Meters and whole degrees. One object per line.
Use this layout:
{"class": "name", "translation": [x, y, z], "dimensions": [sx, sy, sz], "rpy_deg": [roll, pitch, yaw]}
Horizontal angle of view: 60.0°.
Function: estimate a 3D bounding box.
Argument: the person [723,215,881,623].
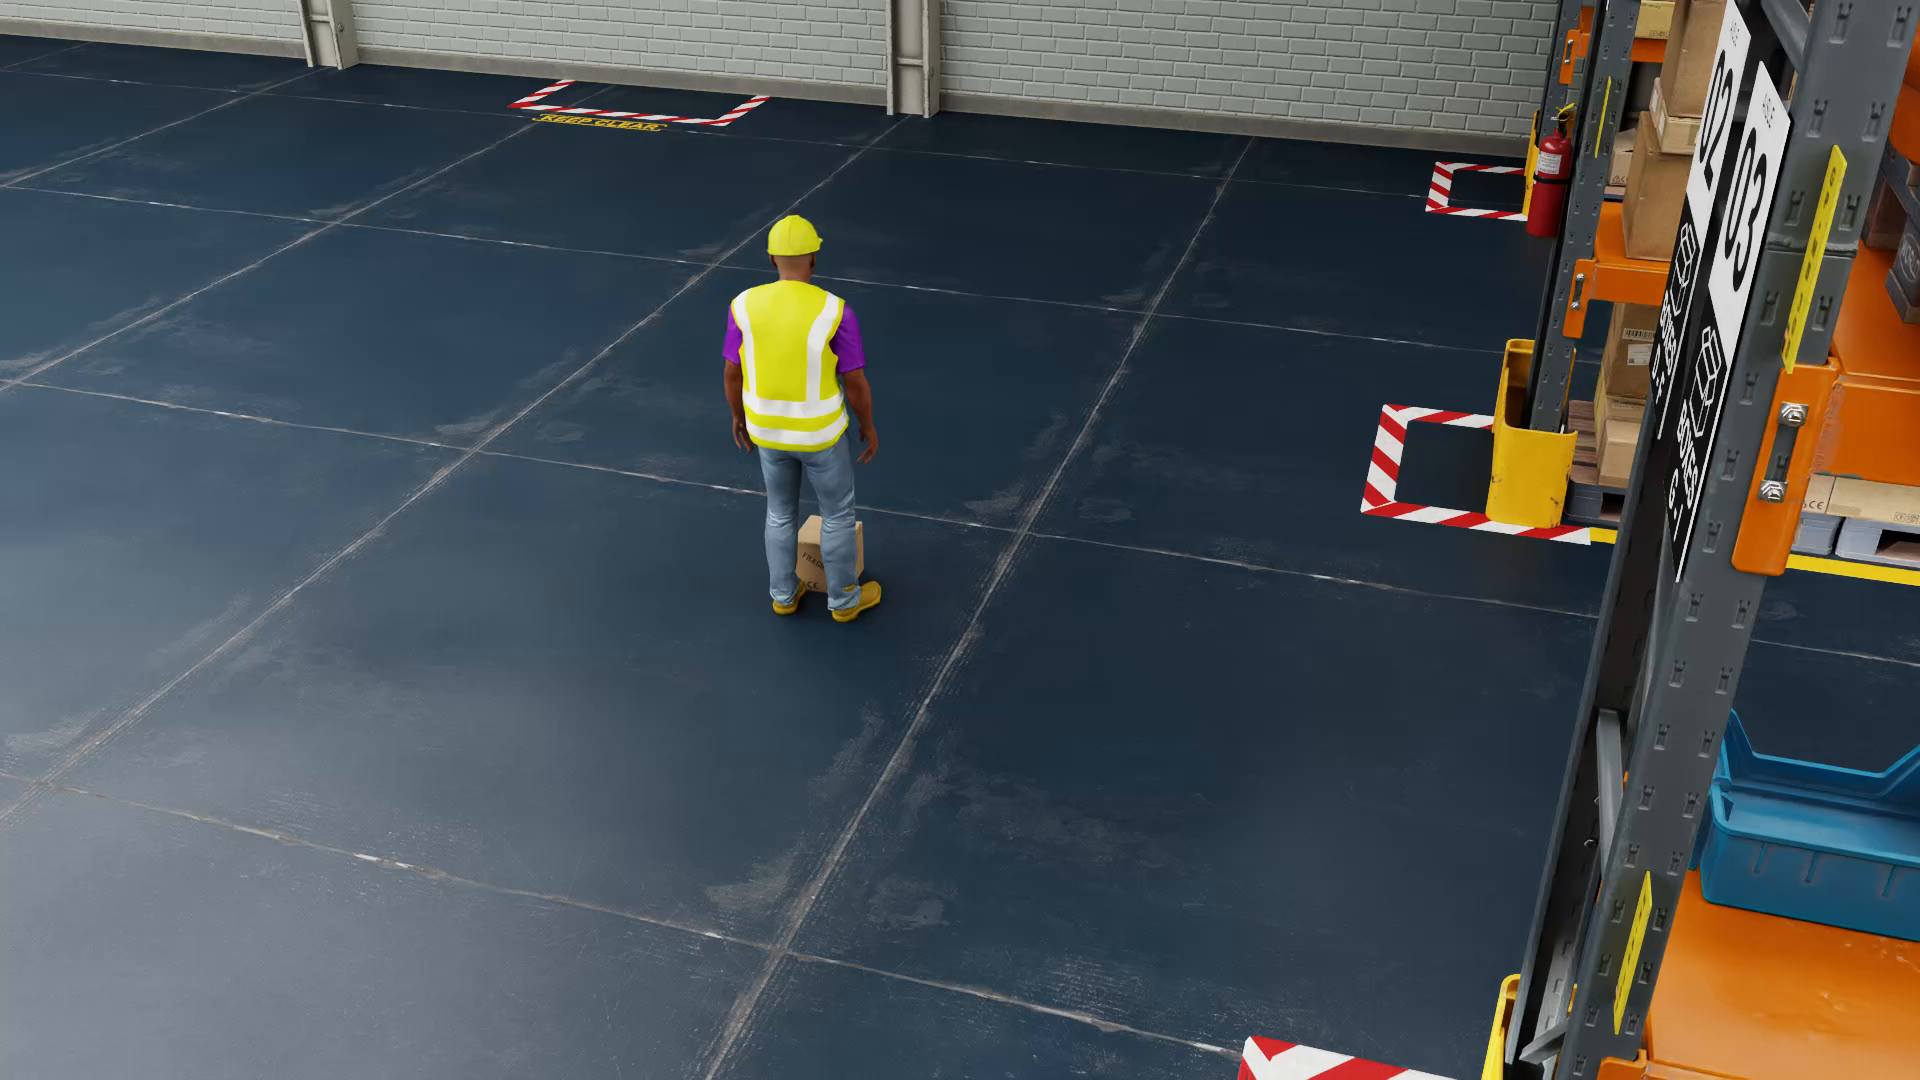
{"class": "person", "translation": [-0.661, -0.487, 6.984], "dimensions": [0.637, 1.761, 0.456], "rpy_deg": [7, 30, 13]}
